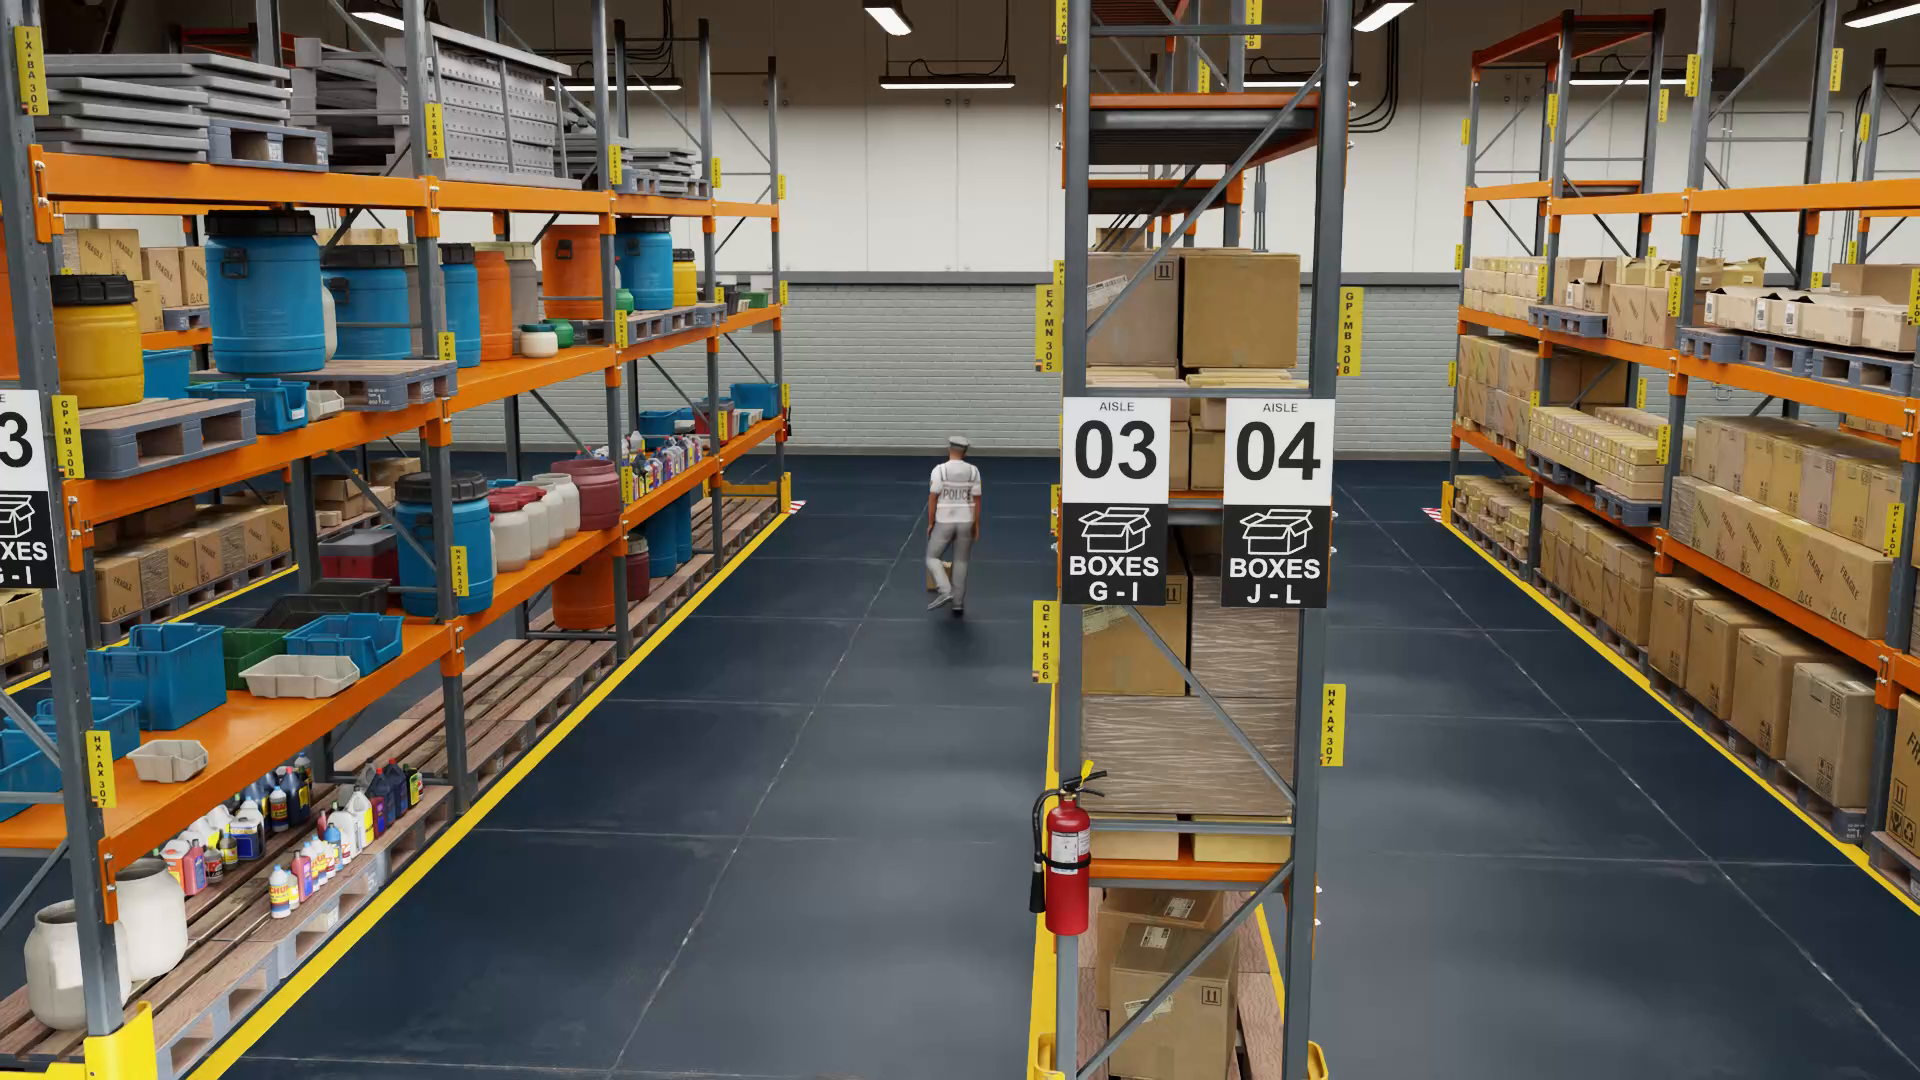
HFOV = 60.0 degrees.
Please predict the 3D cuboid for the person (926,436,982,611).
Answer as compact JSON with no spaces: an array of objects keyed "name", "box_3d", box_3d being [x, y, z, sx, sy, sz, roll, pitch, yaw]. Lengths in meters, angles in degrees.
[{"name":"person","box_3d":[-0.066,-0.146,16.577,0.594,1.739,0.546,-2,11,-13]}]
